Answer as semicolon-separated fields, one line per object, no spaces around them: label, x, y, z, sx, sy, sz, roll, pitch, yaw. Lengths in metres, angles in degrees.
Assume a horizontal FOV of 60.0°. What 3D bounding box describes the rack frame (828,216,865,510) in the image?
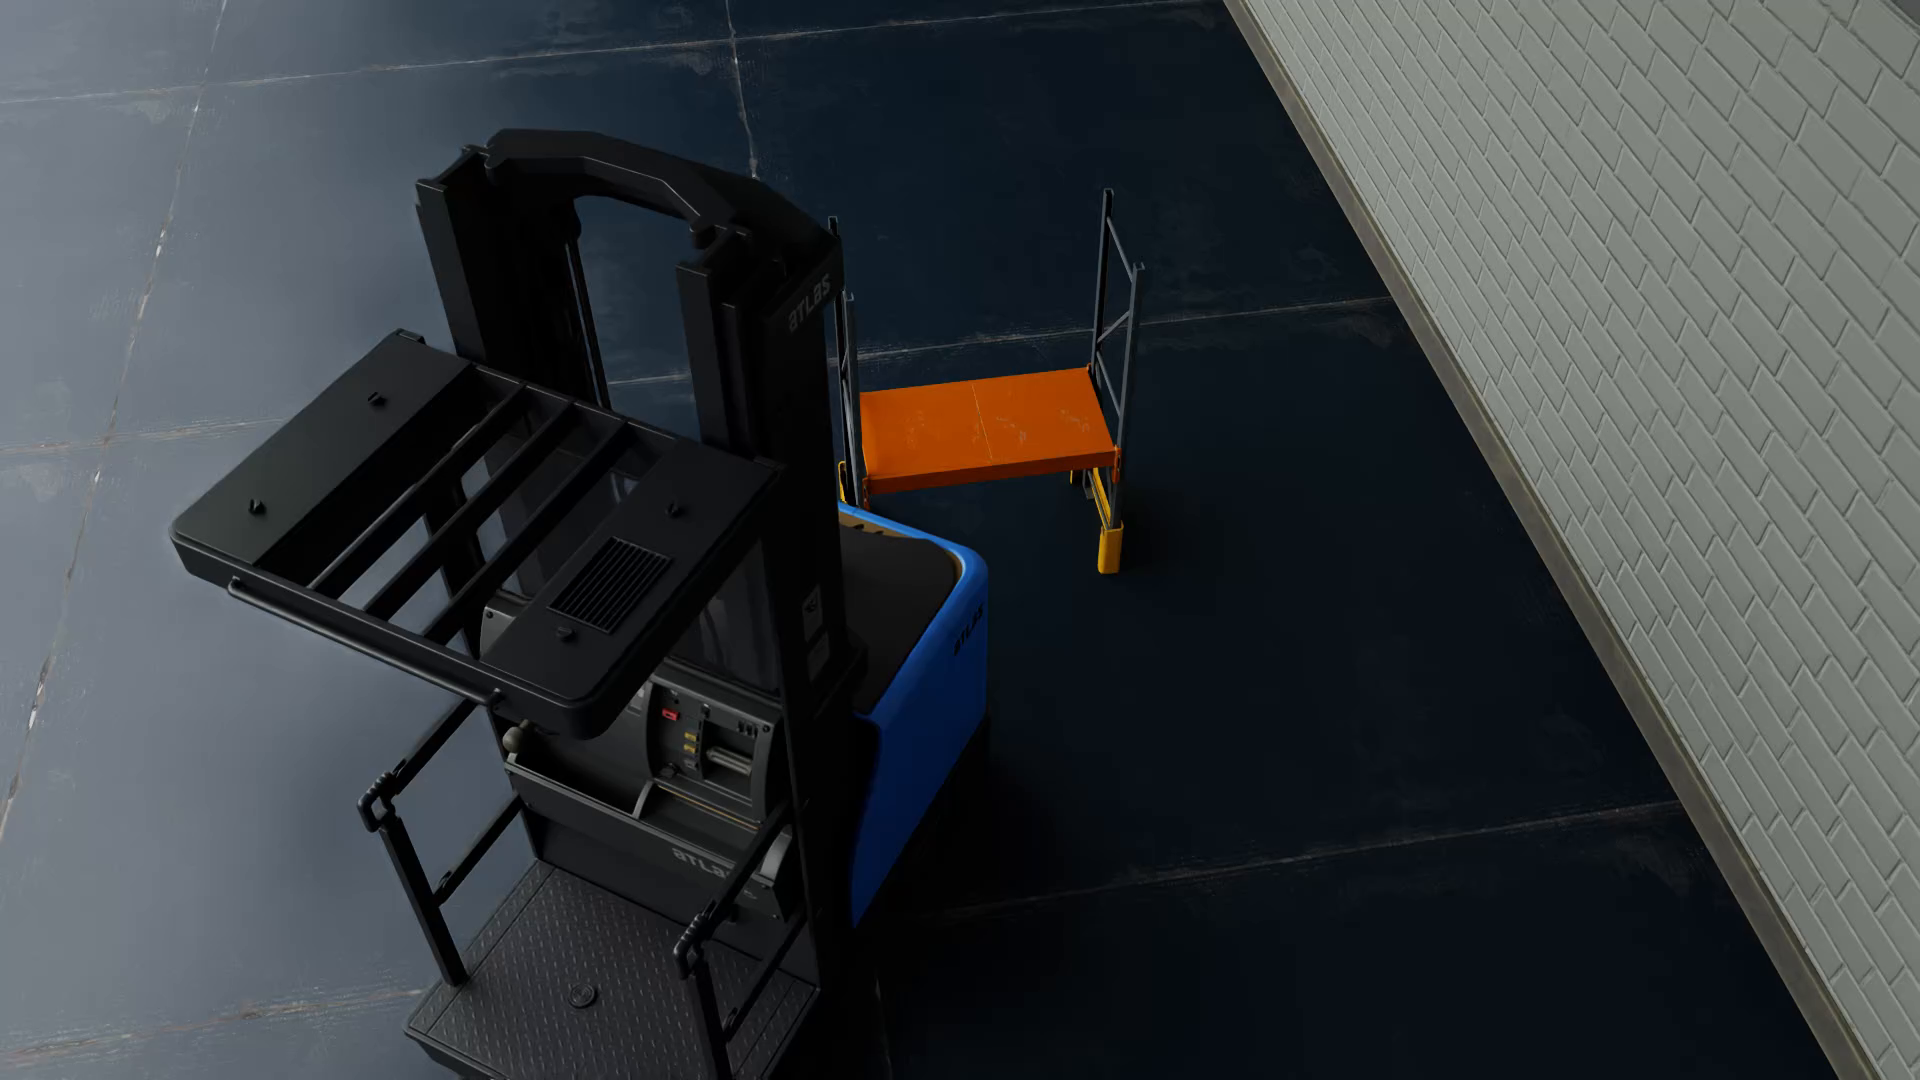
rack frame;-0.417;-0.468;6.353;0.032;1.500;0.500;-7;46;-7

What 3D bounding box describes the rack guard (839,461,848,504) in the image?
rack guard;-0.416;-0.035;6.803;0.087;0.250;0.587;-7;46;-7

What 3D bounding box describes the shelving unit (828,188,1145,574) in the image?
shelving unit;0.075;-0.530;6.412;1.083;1.500;0.587;-7;46;-7

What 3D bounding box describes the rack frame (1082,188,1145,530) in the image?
rack frame;0.585;-0.593;6.473;0.032;1.500;0.500;-7;46;-7

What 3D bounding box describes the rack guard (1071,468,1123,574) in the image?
rack guard;0.566;-0.157;6.921;0.087;0.250;0.587;-7;46;-7

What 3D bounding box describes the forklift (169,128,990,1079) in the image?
forklift;-0.999;0.572;4.356;1.130;2.935;3.031;20;49;18

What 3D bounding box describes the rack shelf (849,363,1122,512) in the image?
rack shelf;0.084;-0.406;6.543;1.000;0.185;0.538;-7;46;-7
